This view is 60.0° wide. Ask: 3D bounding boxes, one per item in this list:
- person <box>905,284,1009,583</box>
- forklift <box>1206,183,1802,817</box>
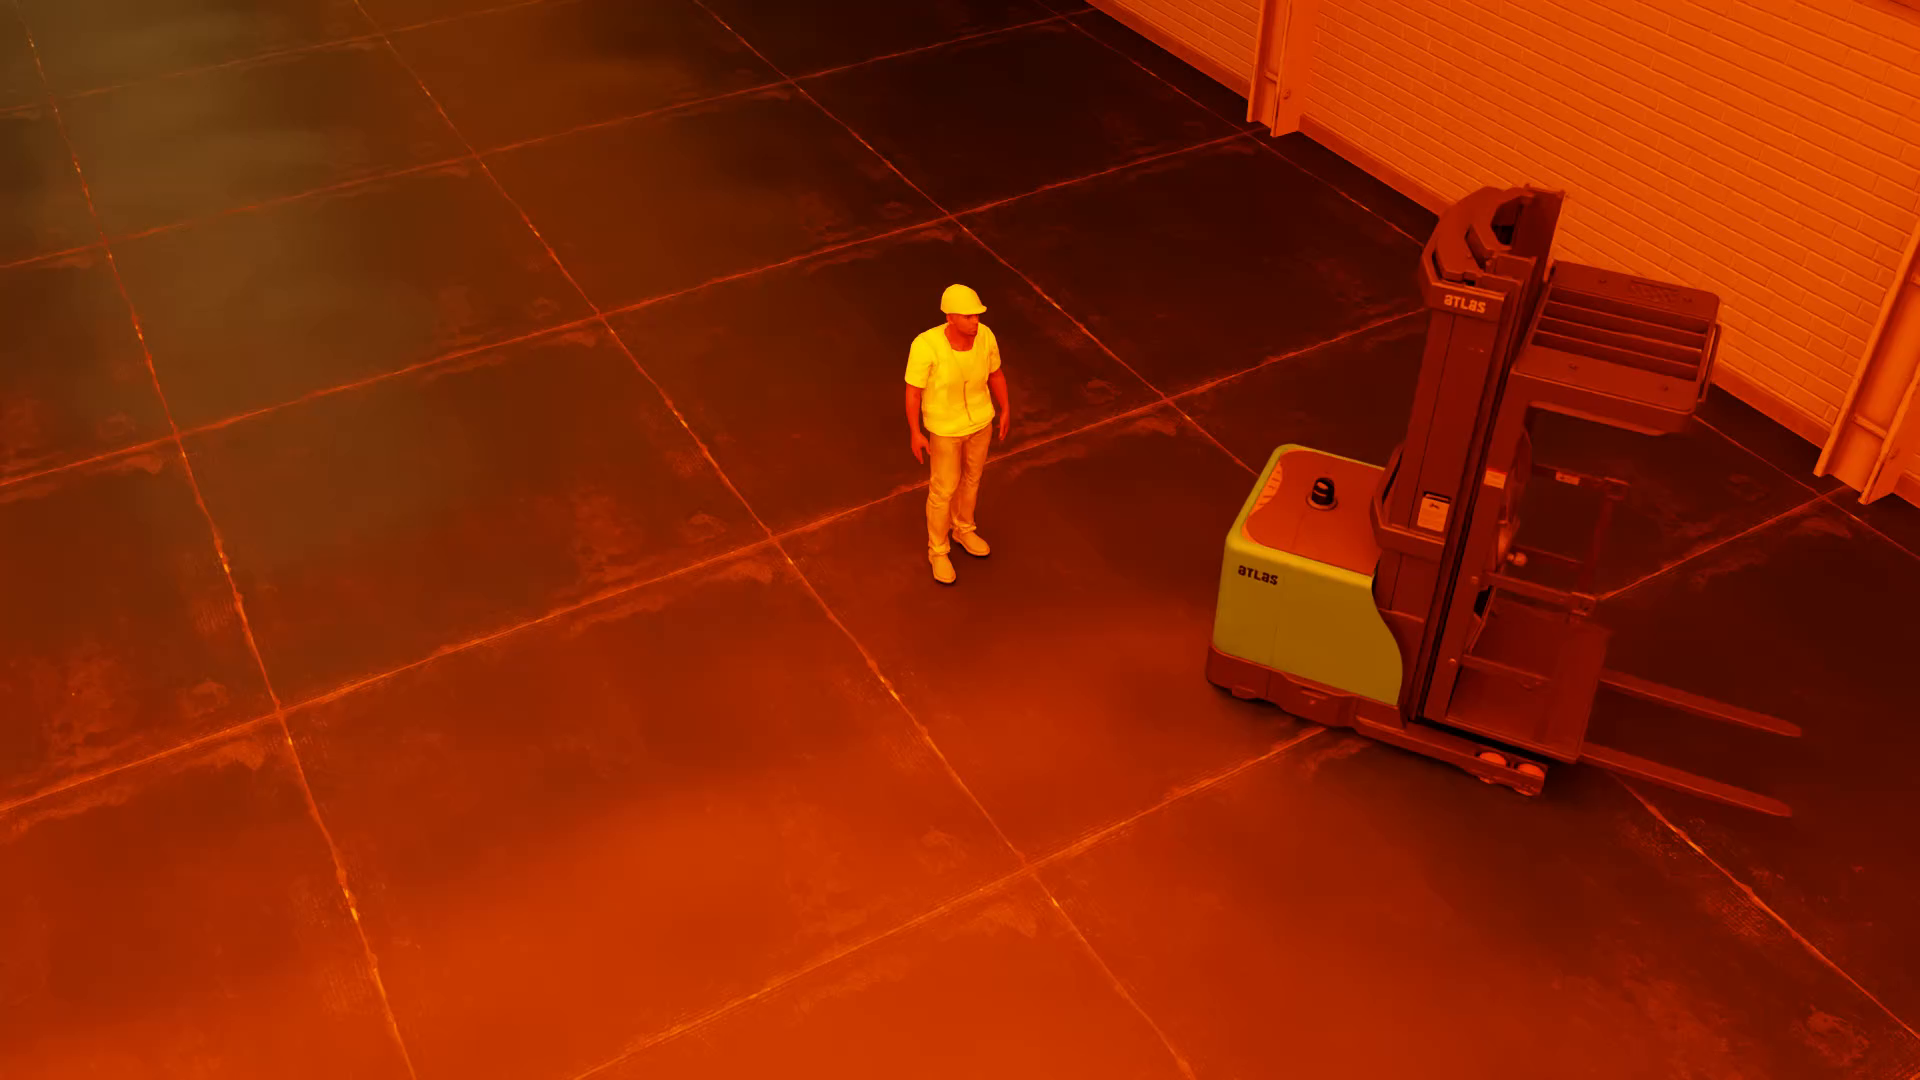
[{"bbox_3d":[0.030,-0.645,9.715,0.665,1.768,0.575,-20,44,-23],"label":"person"},{"bbox_3d":[2.934,-0.180,8.253,3.031,2.935,1.130,17,43,19],"label":"forklift"}]
